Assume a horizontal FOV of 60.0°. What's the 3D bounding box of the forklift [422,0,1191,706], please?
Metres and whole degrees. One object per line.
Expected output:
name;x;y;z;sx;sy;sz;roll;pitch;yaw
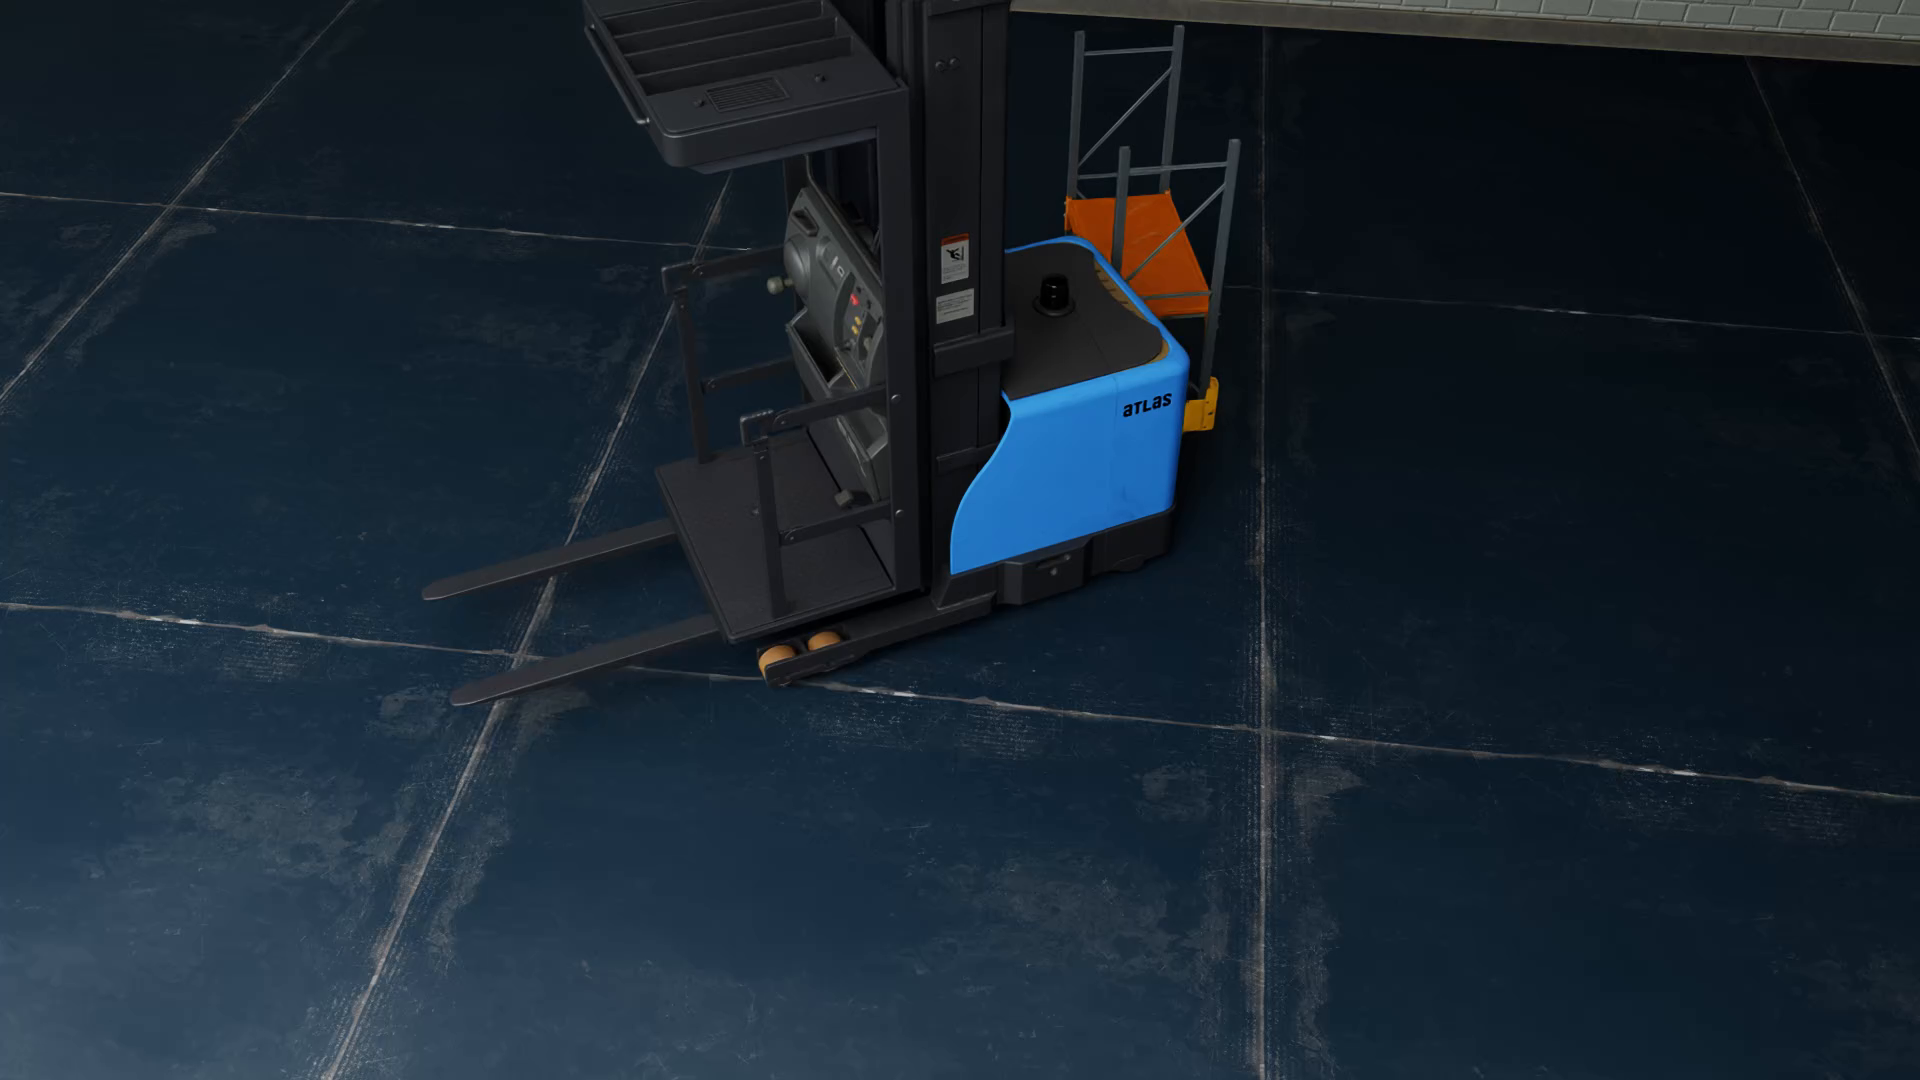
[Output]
forklift;-0.651;-0.898;6.067;3.031;2.935;1.130;-16;46;-17

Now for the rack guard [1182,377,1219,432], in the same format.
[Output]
rack guard;0.896;-0.612;7.715;0.587;0.250;0.087;-5;44;-5

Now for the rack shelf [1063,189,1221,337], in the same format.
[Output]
rack shelf;0.832;-1.281;7.774;0.538;0.185;1.000;-5;44;-5

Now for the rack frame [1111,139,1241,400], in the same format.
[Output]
rack frame;0.897;-1.065;7.284;0.500;1.500;0.032;-5;44;-5

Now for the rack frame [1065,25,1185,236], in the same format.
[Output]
rack frame;0.767;-1.758;8.016;0.500;1.500;0.032;-5;44;-5

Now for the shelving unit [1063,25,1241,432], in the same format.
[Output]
shelving unit;0.833;-1.405;7.644;0.587;1.500;1.083;-5;44;-5
